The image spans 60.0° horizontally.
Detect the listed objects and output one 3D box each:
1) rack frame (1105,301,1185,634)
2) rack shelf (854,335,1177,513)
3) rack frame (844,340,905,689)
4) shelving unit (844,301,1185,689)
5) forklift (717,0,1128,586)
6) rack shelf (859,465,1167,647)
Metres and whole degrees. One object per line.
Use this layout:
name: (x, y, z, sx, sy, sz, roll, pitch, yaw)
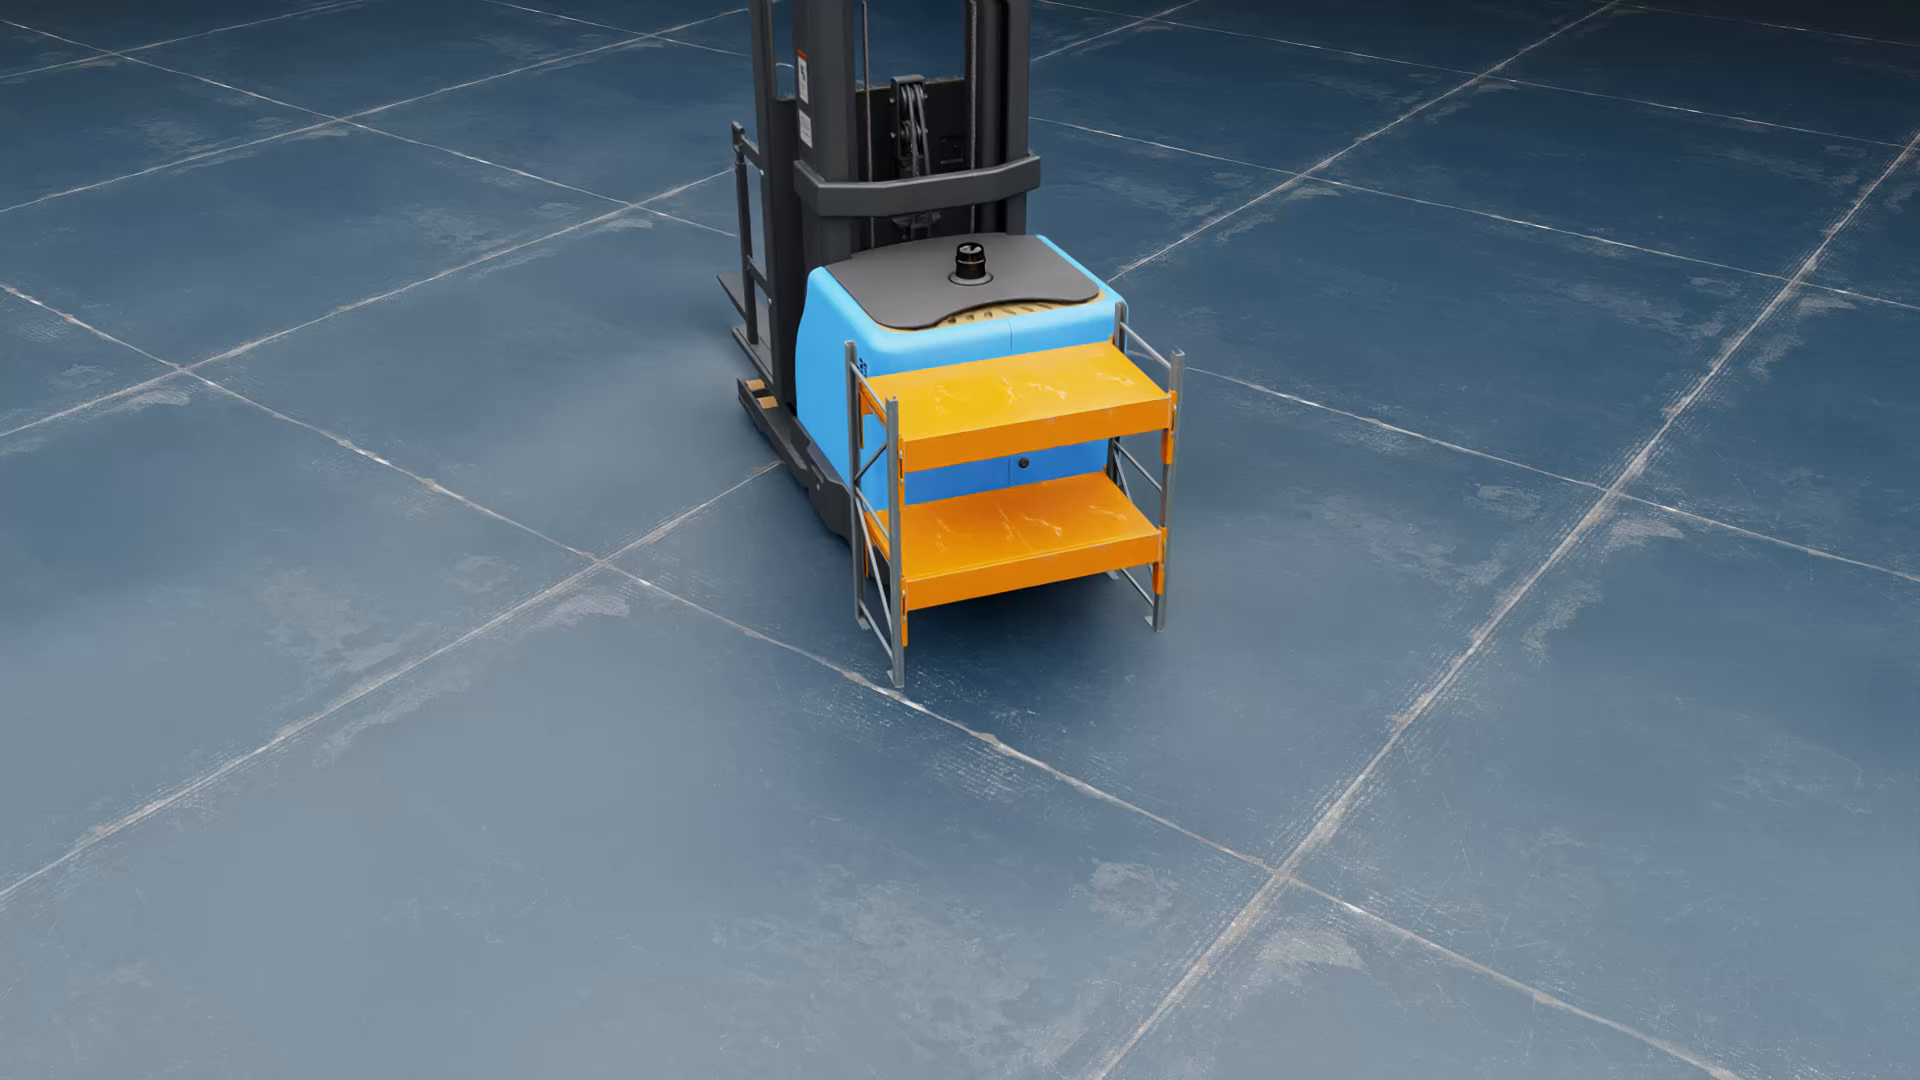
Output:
rack frame: (0.658, -0.258, 6.082, 0.032, 1.125, 0.500, -11, 32, -17)
rack shelf: (0.181, -0.420, 5.782, 1.000, 0.278, 0.538, -11, 32, -17)
rack frame: (-0.296, -0.079, 5.780, 0.032, 1.125, 0.500, -11, 32, -17)
shelving unit: (0.181, -0.169, 5.931, 1.048, 1.125, 0.538, -11, 32, -17)
forklift: (-0.383, -1.822, 6.949, 1.130, 2.935, 3.031, -12, 33, -19)
rack shelf: (0.181, 0.042, 6.056, 1.000, 0.278, 0.538, -11, 32, -17)
